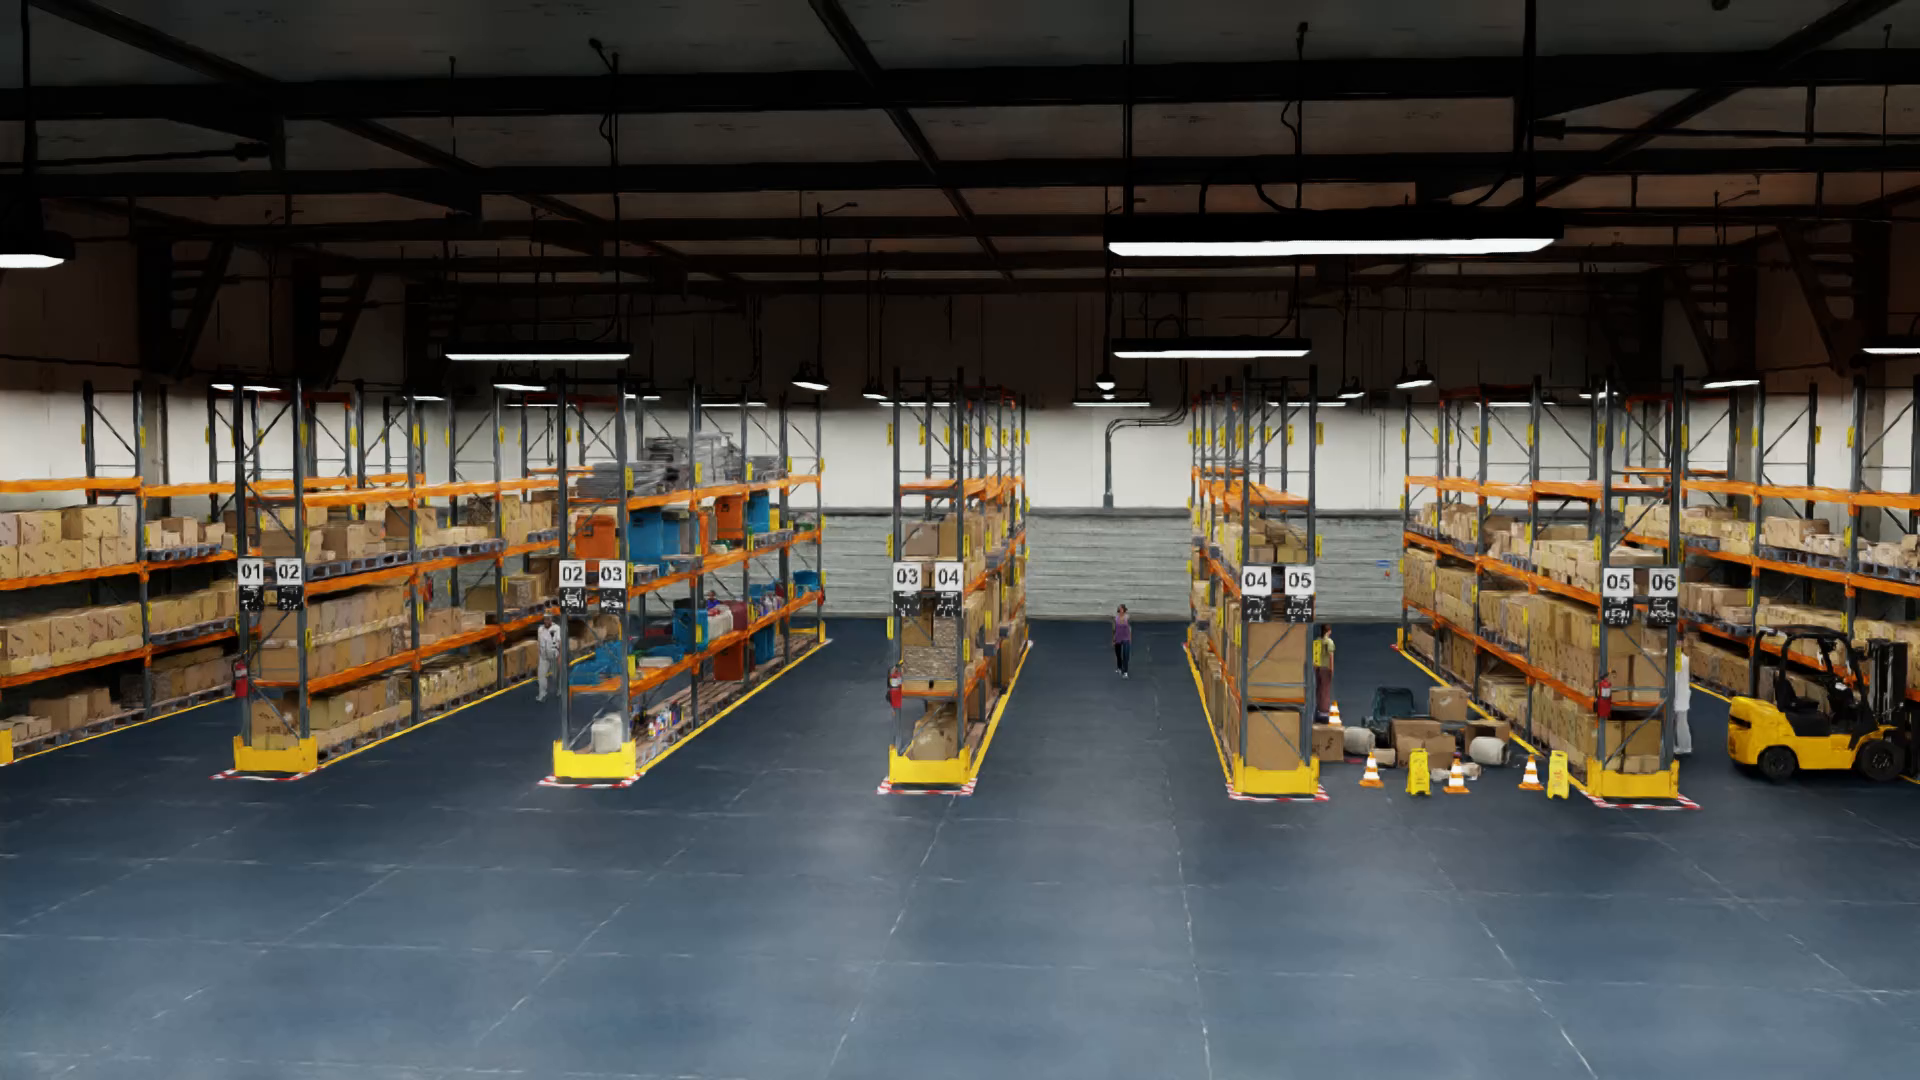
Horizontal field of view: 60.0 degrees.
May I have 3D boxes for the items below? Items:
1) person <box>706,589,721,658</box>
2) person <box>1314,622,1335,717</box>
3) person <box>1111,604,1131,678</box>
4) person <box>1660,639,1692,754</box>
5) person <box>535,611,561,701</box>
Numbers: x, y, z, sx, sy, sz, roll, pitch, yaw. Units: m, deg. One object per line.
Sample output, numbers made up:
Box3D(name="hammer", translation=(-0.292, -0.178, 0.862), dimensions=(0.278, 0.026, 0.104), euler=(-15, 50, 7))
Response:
Box3D(name="person", translation=(-5.547, 1.888, 37.349), dimensions=(0.593, 1.603, 0.509), euler=(0, 4, 4))
Box3D(name="person", translation=(6.567, 2.300, 29.757), dimensions=(0.451, 1.679, 0.541), euler=(-2, 4, -24))
Box3D(name="person", translation=(3.358, 2.076, 34.670), dimensions=(0.417, 1.517, 1.036), euler=(1, 4, 8))
Box3D(name="person", translation=(11.331, 2.457, 26.363), dimensions=(0.636, 1.775, 0.677), euler=(3, 4, 37))
Box3D(name="person", translation=(-7.767, 2.180, 31.554), dimensions=(0.554, 1.712, 1.031), euler=(0, 4, 4))
